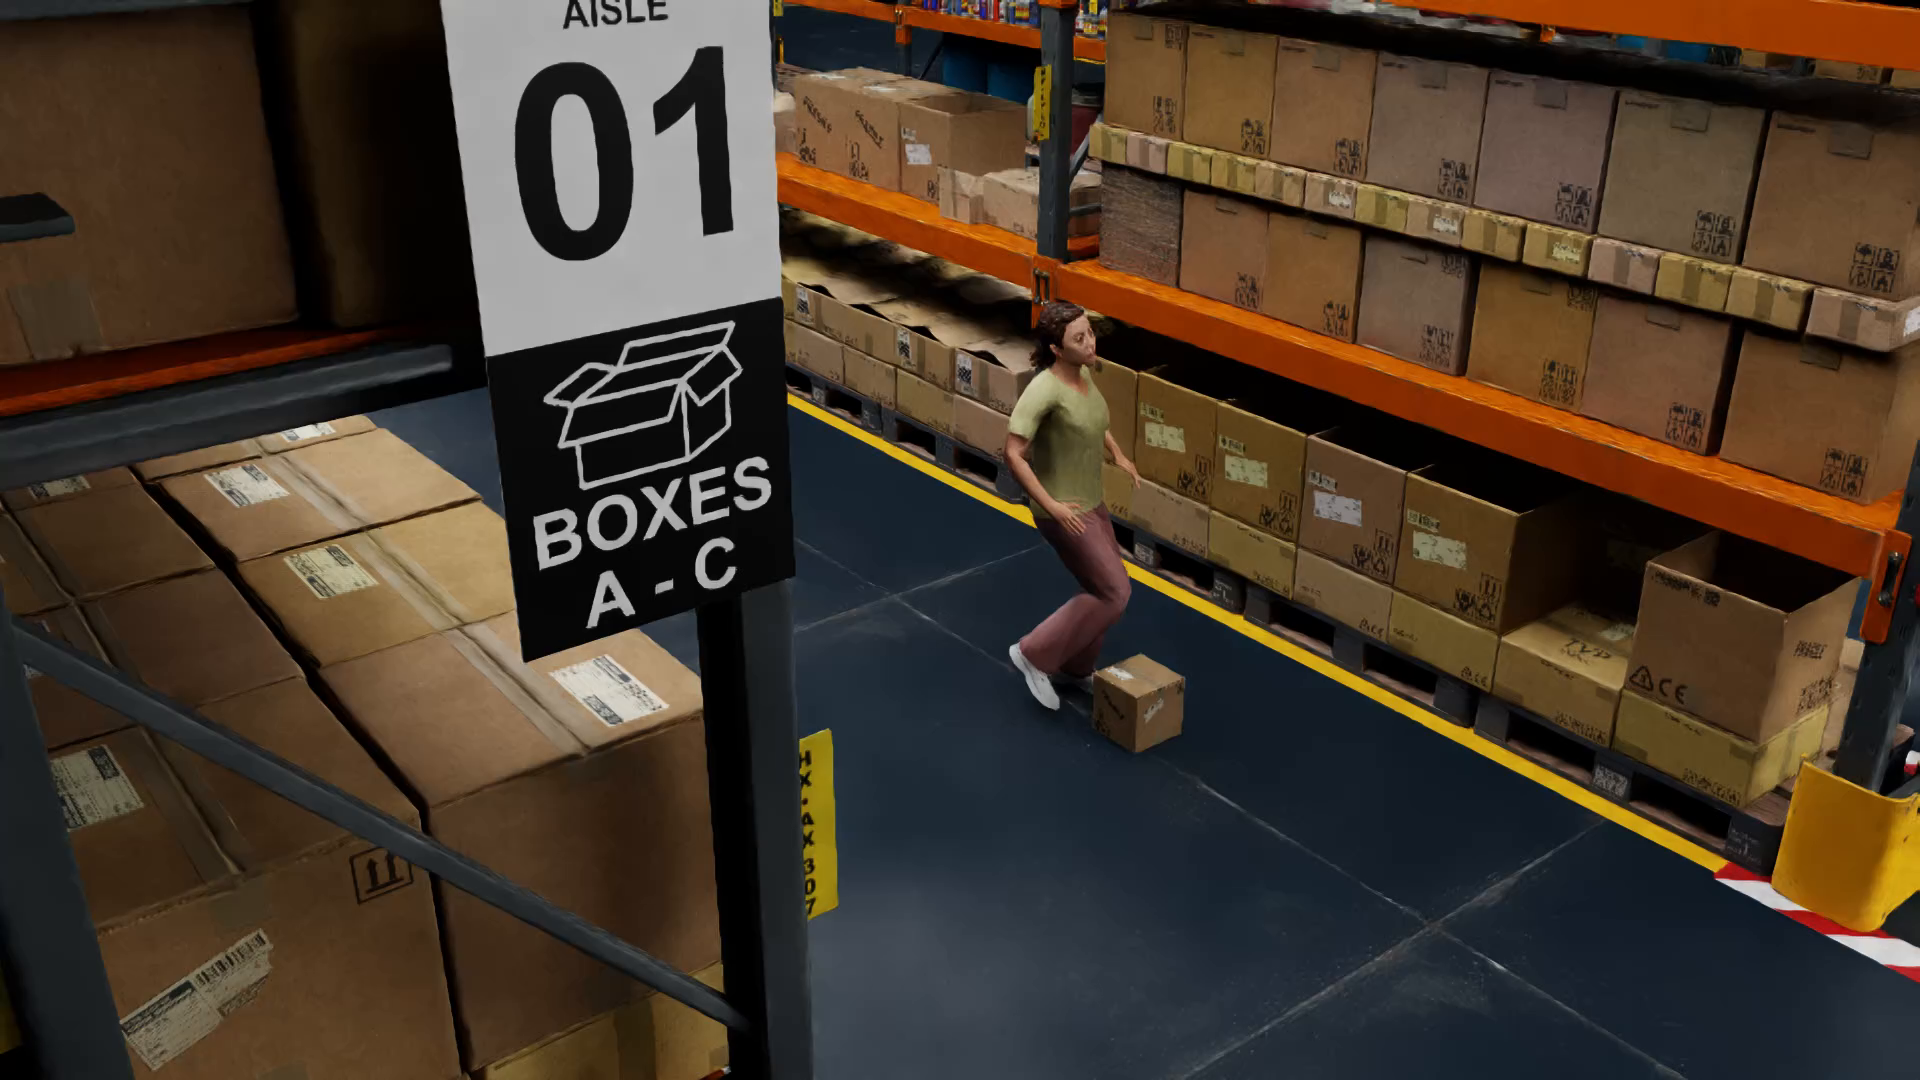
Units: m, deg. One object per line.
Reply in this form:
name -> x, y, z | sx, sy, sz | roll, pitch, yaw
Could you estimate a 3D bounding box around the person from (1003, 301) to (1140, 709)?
person -> 0.476, -0.124, 6.423 | 0.475, 1.640, 0.636 | 9, 26, 19
